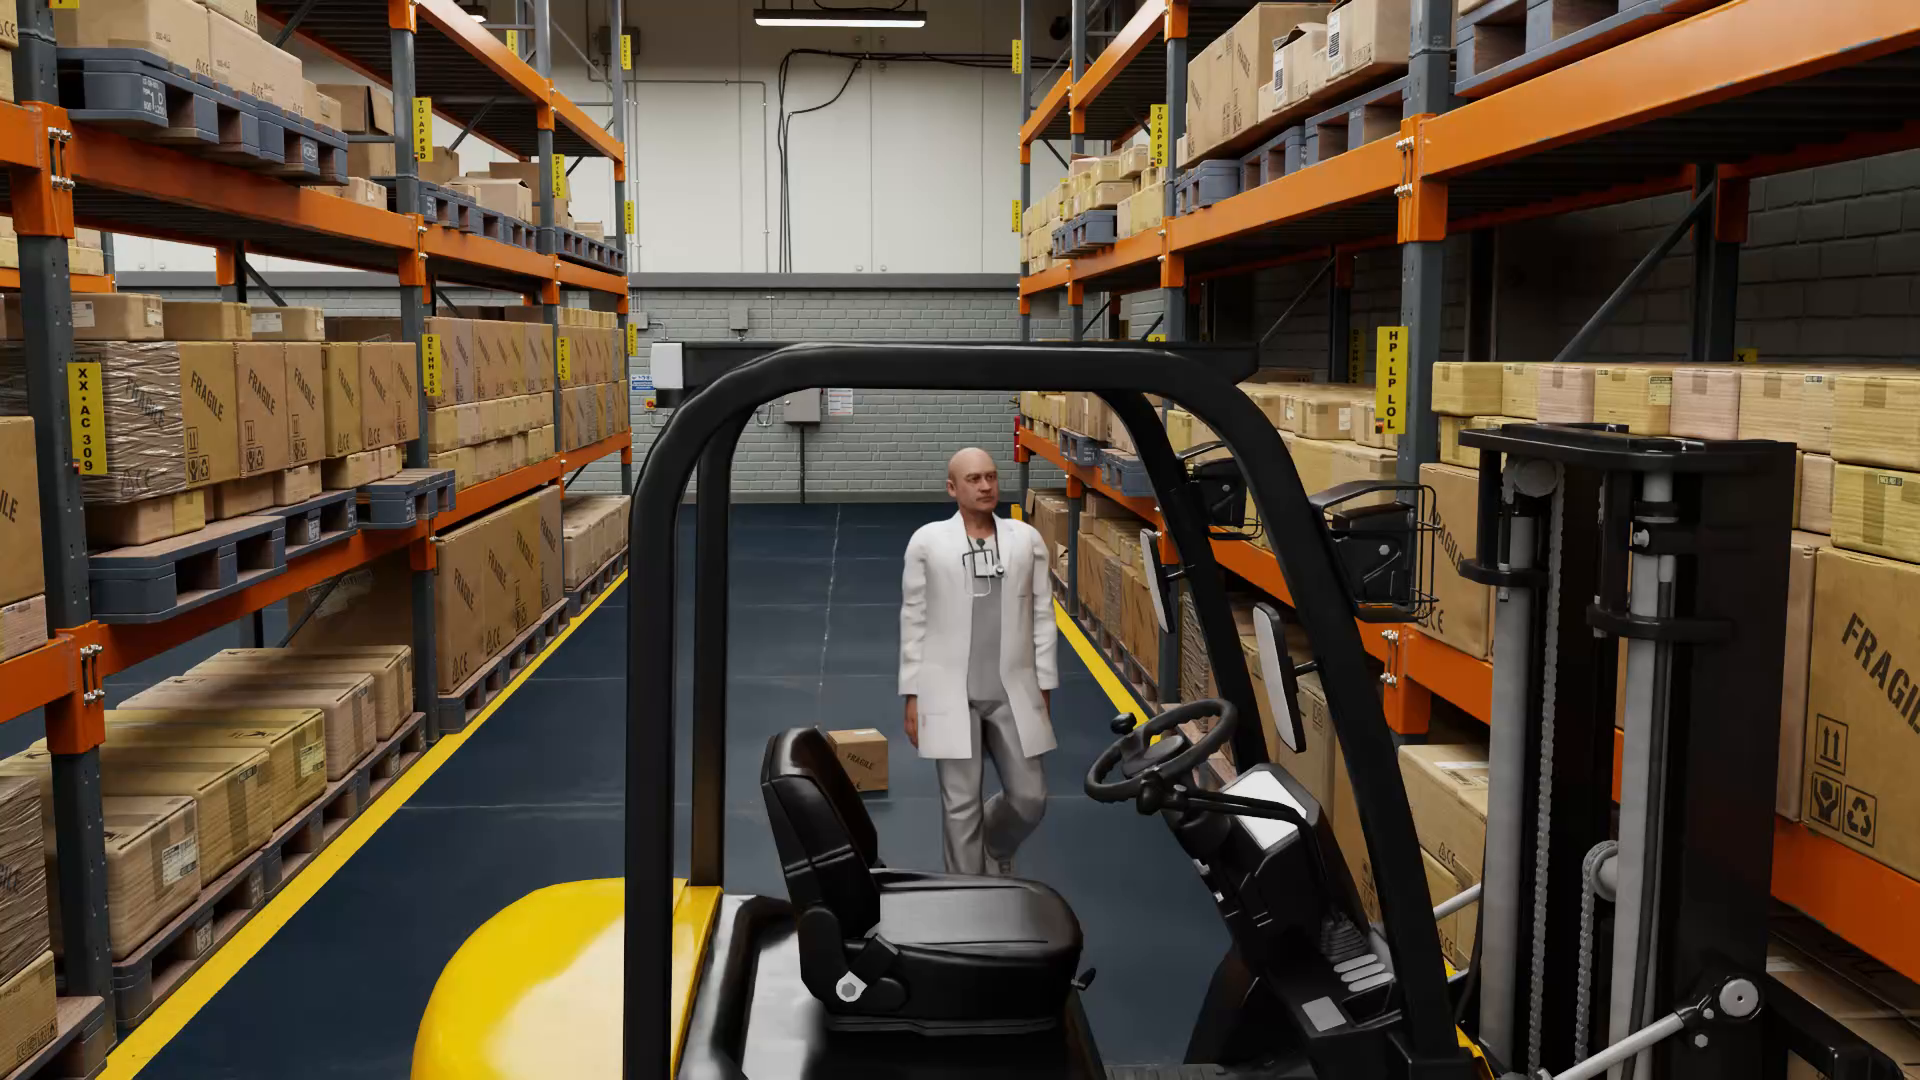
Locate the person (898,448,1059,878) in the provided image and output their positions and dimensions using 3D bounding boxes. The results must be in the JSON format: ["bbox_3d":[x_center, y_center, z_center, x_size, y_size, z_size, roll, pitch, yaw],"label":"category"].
[{"bbox_3d":[0.069,0.549,5.991,0.594,1.757,0.717,-1,7,-8],"label":"person"}]
